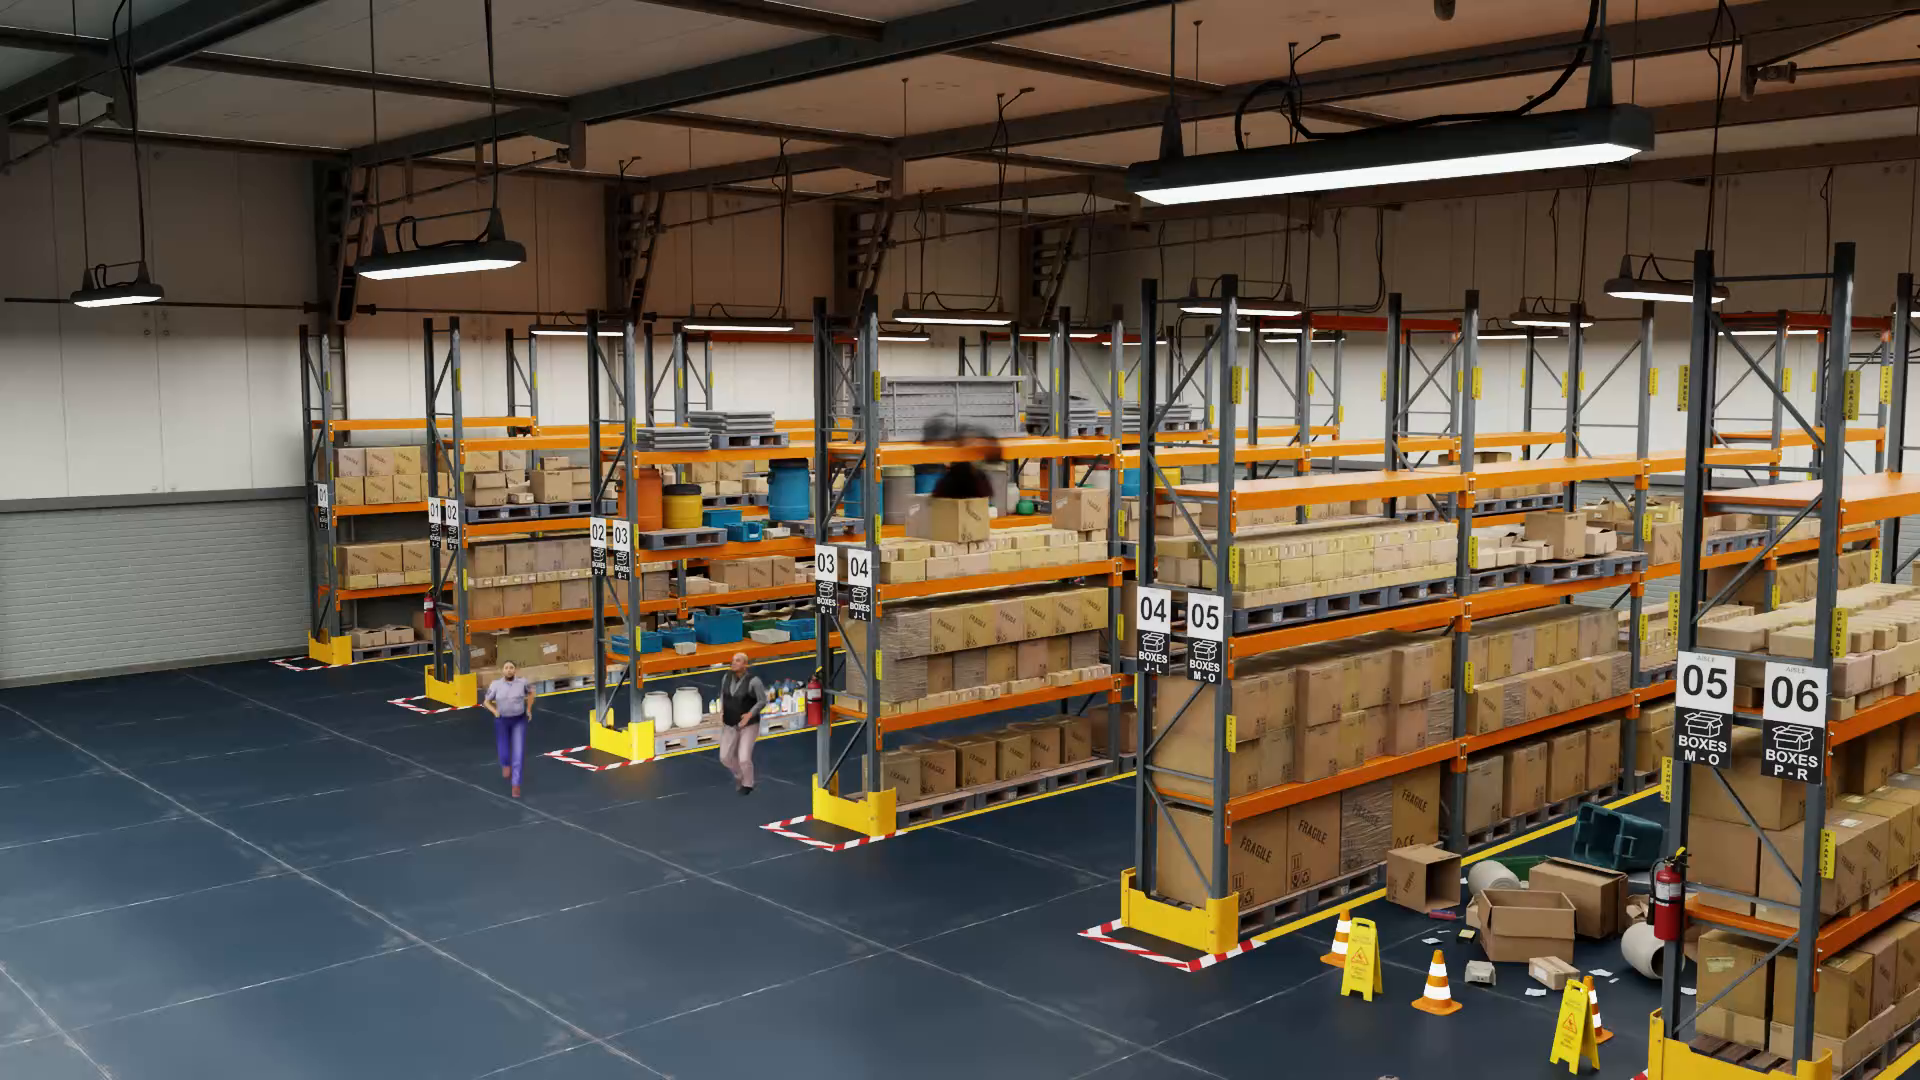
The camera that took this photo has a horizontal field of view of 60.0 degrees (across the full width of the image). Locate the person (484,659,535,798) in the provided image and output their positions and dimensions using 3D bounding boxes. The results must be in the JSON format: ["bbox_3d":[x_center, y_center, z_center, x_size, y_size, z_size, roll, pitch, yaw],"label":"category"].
[{"bbox_3d":[-5.553,2.288,20.533,0.610,1.633,0.918,-2,6,-15],"label":"person"}]

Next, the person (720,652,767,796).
[{"bbox_3d":[-2.546,2.128,19.147,0.638,1.681,0.525,2,6,22],"label":"person"}]
